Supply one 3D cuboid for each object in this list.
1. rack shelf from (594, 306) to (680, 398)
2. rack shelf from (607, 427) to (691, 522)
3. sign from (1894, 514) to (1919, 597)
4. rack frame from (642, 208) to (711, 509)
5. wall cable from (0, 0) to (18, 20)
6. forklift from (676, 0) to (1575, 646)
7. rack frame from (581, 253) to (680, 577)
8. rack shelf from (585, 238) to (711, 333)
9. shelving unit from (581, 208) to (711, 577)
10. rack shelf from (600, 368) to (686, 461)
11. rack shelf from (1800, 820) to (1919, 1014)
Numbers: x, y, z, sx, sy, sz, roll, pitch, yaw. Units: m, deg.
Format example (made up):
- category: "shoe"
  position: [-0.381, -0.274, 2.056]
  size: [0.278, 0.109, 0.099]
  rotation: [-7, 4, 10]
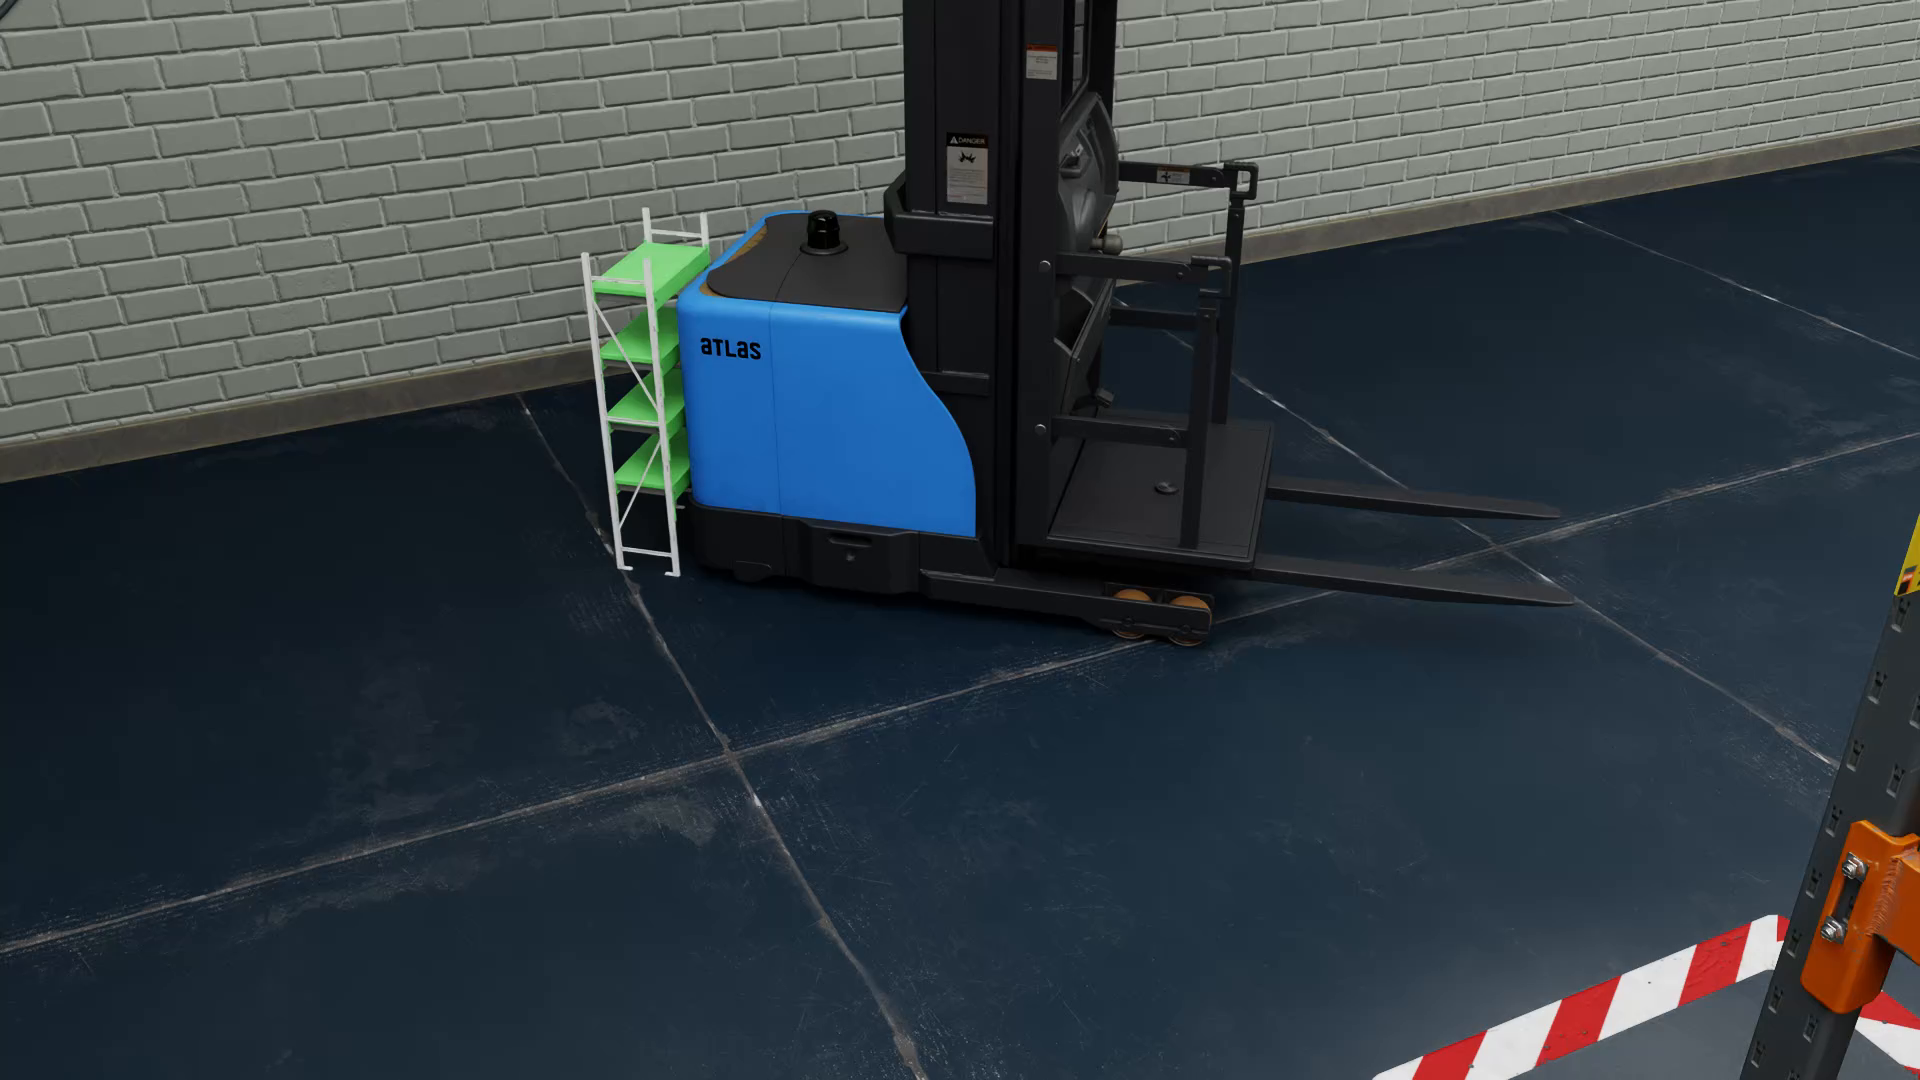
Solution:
- category: "rack shelf"
  position: [-1.069, -0.676, 5.869]
  size: [0.258, 0.148, 0.480]
  rotation: [7, 30, 13]
- category: "rack shelf"
  position: [-1.069, -0.258, 6.104]
  size: [0.258, 0.148, 0.480]
  rotation: [7, 30, 13]
- category: "sign"
  position: [1.439, -0.068, 2.420]
  size: [0.100, 0.325, 0.005]
  rotation: [-13, 32, -22]
- category: "rack frame"
  position: [-1.008, -0.638, 6.162]
  size: [0.240, 1.200, 0.015]
  rotation: [7, 30, 13]
- category: "wall cable"
  position: [-4.648, -2.599, 4.858]
  size: [3.097, 2.526, 0.112]
  rotation: [-13, 32, -22]
- category: "forklift"
  position: [0.610, -1.207, 5.406]
  size: [3.031, 2.935, 1.130]
  rotation: [7, 30, 12]
- category: "rack frame"
  position: [-1.130, -0.407, 5.749]
  size: [0.240, 1.200, 0.015]
  rotation: [7, 30, 13]
- category: "rack shelf"
  position: [-1.069, -0.886, 5.752]
  size: [0.258, 0.148, 0.480]
  rotation: [7, 30, 13]
- category: "shelving unit"
  position: [-1.069, -0.523, 5.956]
  size: [0.258, 1.200, 0.503]
  rotation: [7, 30, 13]
- category: "rack shelf"
  position: [-1.069, -0.467, 5.987]
  size: [0.258, 0.148, 0.480]
  rotation: [7, 30, 13]
- category: "rack shelf"
  position: [2.788, 1.393, 1.435]
  size: [1.077, 0.370, 4.000]
  rotation: [-13, 32, -22]
